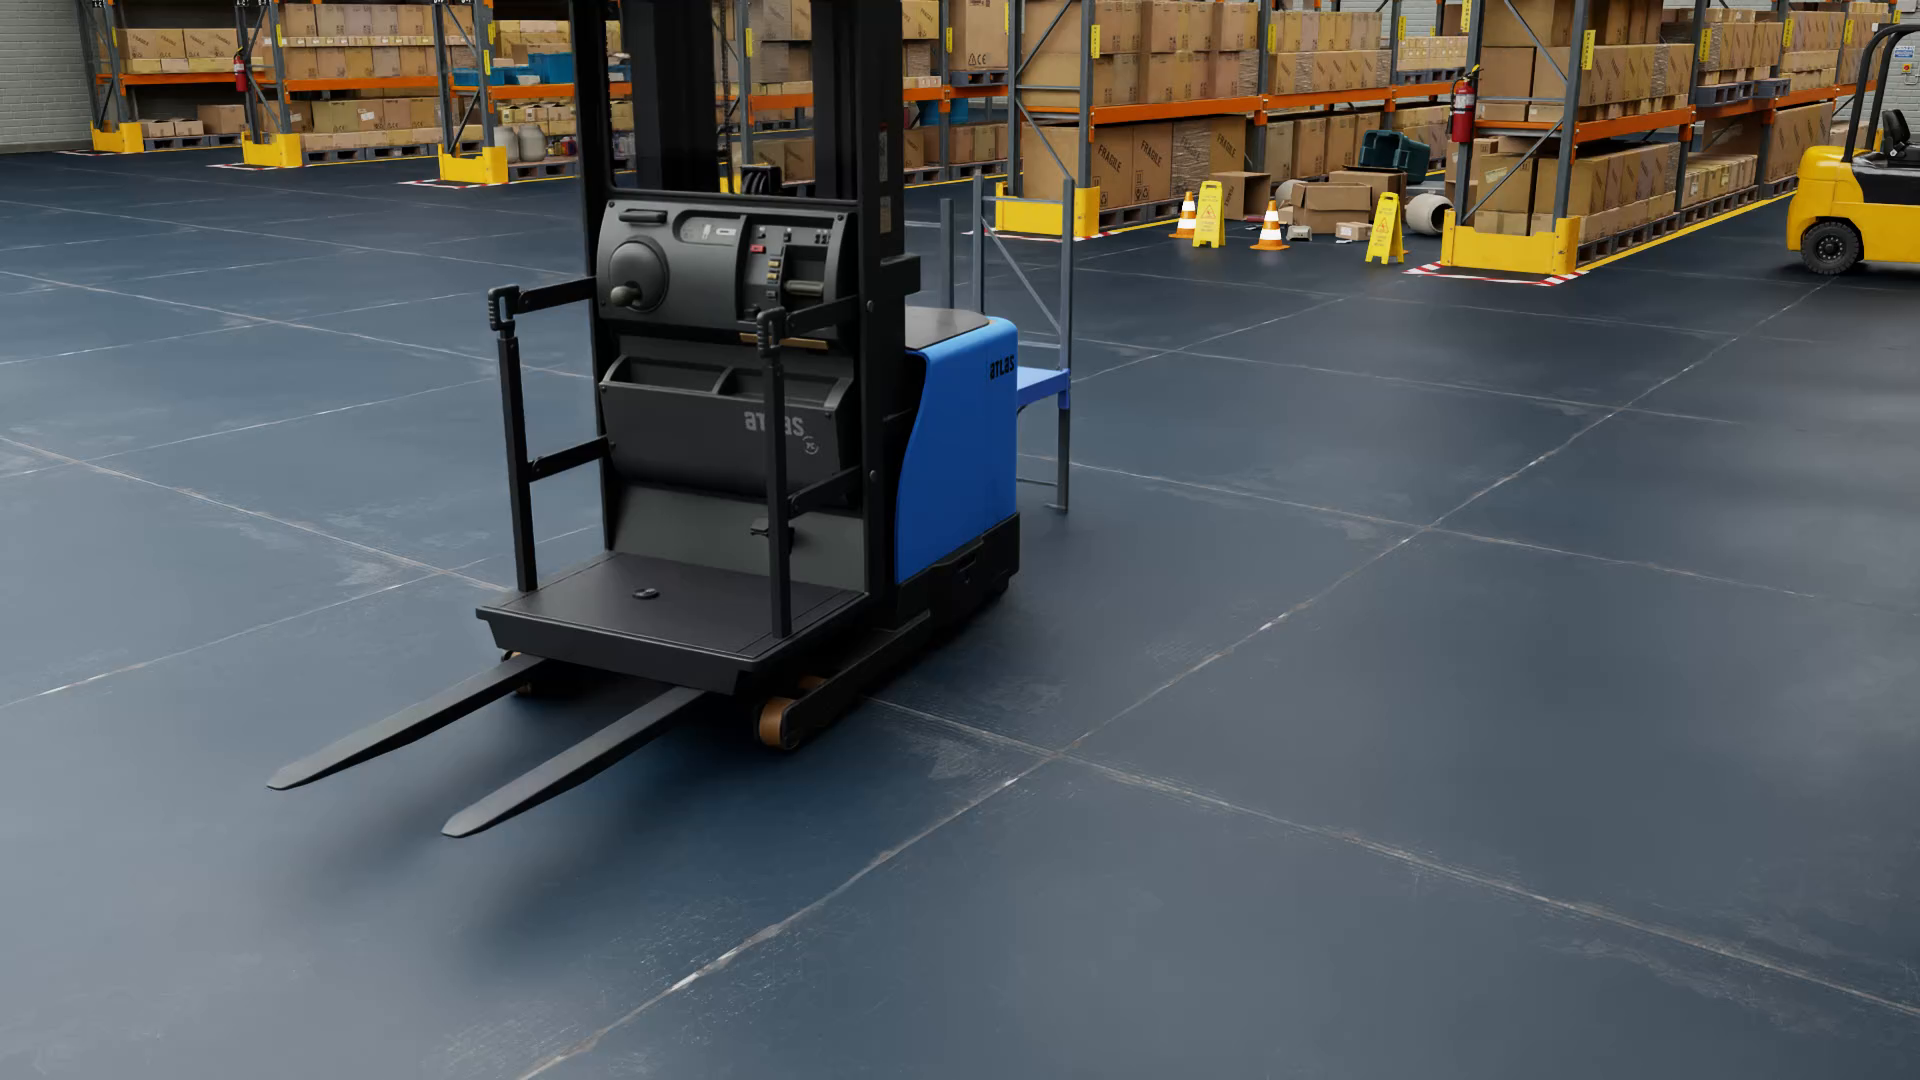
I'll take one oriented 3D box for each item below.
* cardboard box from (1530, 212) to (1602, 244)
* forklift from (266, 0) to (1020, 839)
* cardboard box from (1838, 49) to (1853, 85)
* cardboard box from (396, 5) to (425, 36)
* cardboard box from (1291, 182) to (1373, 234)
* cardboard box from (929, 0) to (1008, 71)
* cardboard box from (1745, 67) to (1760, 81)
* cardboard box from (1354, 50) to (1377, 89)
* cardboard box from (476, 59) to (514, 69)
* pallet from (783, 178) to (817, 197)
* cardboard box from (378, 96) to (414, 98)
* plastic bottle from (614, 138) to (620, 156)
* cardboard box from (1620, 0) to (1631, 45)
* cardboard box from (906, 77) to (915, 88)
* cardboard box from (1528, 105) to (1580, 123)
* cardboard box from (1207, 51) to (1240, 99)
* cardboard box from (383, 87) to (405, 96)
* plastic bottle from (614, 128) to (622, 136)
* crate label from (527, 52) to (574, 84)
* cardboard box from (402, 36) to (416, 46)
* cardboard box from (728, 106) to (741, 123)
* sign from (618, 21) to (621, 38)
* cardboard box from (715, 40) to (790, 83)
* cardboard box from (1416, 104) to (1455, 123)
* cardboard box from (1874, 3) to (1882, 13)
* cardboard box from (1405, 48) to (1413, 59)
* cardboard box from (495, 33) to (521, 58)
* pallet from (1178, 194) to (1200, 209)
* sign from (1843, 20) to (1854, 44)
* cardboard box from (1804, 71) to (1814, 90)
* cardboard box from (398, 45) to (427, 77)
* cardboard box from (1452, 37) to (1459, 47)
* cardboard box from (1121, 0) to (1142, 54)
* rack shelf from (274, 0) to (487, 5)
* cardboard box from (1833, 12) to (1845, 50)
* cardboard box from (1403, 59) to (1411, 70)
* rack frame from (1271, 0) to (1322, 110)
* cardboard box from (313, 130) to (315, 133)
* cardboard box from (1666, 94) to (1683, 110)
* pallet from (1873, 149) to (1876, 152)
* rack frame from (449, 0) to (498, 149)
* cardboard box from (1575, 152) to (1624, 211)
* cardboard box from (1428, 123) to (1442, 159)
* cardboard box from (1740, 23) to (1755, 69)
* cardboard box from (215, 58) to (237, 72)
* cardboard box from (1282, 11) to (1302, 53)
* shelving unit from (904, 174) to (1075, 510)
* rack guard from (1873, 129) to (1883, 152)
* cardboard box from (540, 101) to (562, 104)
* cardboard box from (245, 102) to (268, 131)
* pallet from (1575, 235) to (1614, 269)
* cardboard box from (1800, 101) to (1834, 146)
[{"bbox_3d":[5.686,-2.947,15.605,0.500,0.250,0.500,12,21,34],"label":"cardboard box"},{"bbox_3d":[-0.870,-0.897,5.190,1.130,2.935,3.031,8,19,25],"label":"forklift"},{"bbox_3d":[12.624,-6.888,24.198,0.500,0.500,0.500,13,22,36],"label":"cardboard box"},{"bbox_3d":[-9.404,-8.693,27.822,0.700,0.500,0.500,12,21,35],"label":"cardboard box"},{"bbox_3d":[3.997,-3.590,17.956,0.797,0.503,0.637,-1,17,-3],"label":"cardboard box"},{"bbox_3d":[-0.006,-7.272,23.884,1.000,1.000,1.000,13,21,35],"label":"cardboard box"},{"bbox_3d":[9.219,-5.512,19.651,0.380,0.149,0.250,13,21,36],"label":"cardboard box"},{"bbox_3d":[5.364,-6.447,22.778,0.500,0.500,0.500,12,21,35],"label":"cardboard box"},{"bbox_3d":[-8.287,-8.425,29.570,0.500,0.250,0.500,14,22,38],"label":"cardboard box"},{"bbox_3d":[-2.417,-4.541,21.512,1.003,0.211,1.213,12,21,35],"label":"pallet"},{"bbox_3d":[-9.669,-7.324,28.435,0.500,0.500,0.500,12,21,35],"label":"cardboard box"},{"bbox_3d":[-5.238,-5.981,25.303,0.097,0.271,0.097,0,17,0],"label":"plastic bottle"},{"bbox_3d":[6.288,-5.238,16.696,0.700,0.500,0.500,12,21,33],"label":"cardboard box"},{"bbox_3d":[-0.838,-6.291,22.866,0.380,0.149,0.250,12,21,35],"label":"cardboard box"},{"bbox_3d":[5.352,-3.841,14.978,0.380,0.149,0.250,13,21,35],"label":"cardboard box"},{"bbox_3d":[2.812,-5.567,19.859,0.875,0.550,0.550,12,21,35],"label":"cardboard box"},{"bbox_3d":[-11.534,-9.029,33.470,0.500,0.250,0.500,12,21,33],"label":"cardboard box"},{"bbox_3d":[-5.384,-6.322,26.268,0.144,0.351,0.185,13,22,36],"label":"plastic bottle"},{"bbox_3d":[-6.073,-7.046,24.816,0.502,0.435,0.616,12,21,35],"label":"crate label"},{"bbox_3d":[-9.293,-8.325,27.731,0.380,0.149,0.250,13,22,36],"label":"cardboard box"},{"bbox_3d":[-4.744,-8.768,33.895,0.500,0.500,0.500,12,21,33],"label":"cardboard box"},{"bbox_3d":[-6.604,-9.933,32.355,0.100,0.325,0.005,12,21,35],"label":"sign"},{"bbox_3d":[-2.625,-5.984,20.785,0.875,0.500,0.500,12,21,35],"label":"cardboard box"},{"bbox_3d":[7.237,-6.520,25.423,0.500,0.250,0.500,11,21,32],"label":"cardboard box"},{"bbox_3d":[14.063,-8.248,25.797,0.380,0.149,0.250,13,21,36],"label":"cardboard box"},{"bbox_3d":[6.324,-7.040,24.070,0.380,0.149,0.250,14,22,37],"label":"cardboard box"},{"bbox_3d":[-9.648,-10.469,35.194,0.500,0.500,0.500,13,22,36],"label":"cardboard box"},{"bbox_3d":[2.815,-4.221,20.480,1.003,0.211,1.213,12,21,35],"label":"pallet"},{"bbox_3d":[12.575,-7.196,23.541,0.100,0.325,0.005,12,21,35],"label":"sign"},{"bbox_3d":[11.144,-6.190,22.372,0.500,0.250,0.500,12,21,35],"label":"cardboard box"},{"bbox_3d":[-9.416,-8.067,27.995,0.700,0.500,0.500,13,21,35],"label":"cardboard box"},{"bbox_3d":[7.395,-7.614,25.417,0.380,0.149,0.250,12,21,33],"label":"cardboard box"},{"bbox_3d":[1.454,-5.583,18.092,0.875,0.550,0.550,12,21,35],"label":"cardboard box"},{"bbox_3d":[-9.737,-8.985,27.273,1.077,0.370,4.000,12,21,35],"label":"rack shelf"},{"bbox_3d":[12.069,-7.149,23.353,0.500,0.500,0.500,13,22,36],"label":"cardboard box"},{"bbox_3d":[6.303,-6.888,24.082,0.380,0.149,0.250,14,22,37],"label":"cardboard box"},{"bbox_3d":[6.558,-9.479,32.709,1.000,3.000,0.127,12,21,35],"label":"rack frame"},{"bbox_3d":[-10.558,-6.608,27.392,0.500,0.250,0.500,12,21,35],"label":"cardboard box"},{"bbox_3d":[7.277,-4.558,17.288,0.380,0.149,0.250,13,21,36],"label":"cardboard box"},{"bbox_3d":[14.103,-6.191,26.826,1.003,0.211,1.213,12,21,35],"label":"pallet"},{"bbox_3d":[-8.545,-8.372,29.145,1.000,3.000,0.127,12,21,35],"label":"rack frame"},{"bbox_3d":[6.008,-3.436,15.916,0.500,0.500,0.500,11,21,33],"label":"cardboard box"},{"bbox_3d":[6.940,-6.046,25.163,0.500,0.500,0.500,12,21,33],"label":"cardboard box"},{"bbox_3d":[8.778,-5.680,19.097,0.500,0.500,0.500,11,21,32],"label":"cardboard box"},{"bbox_3d":[-13.454,-8.658,30.286,0.500,0.250,0.500,13,21,35],"label":"cardboard box"},{"bbox_3d":[3.927,-6.487,21.222,0.700,0.500,0.500,12,21,34],"label":"cardboard box"},{"bbox_3d":[0.018,-0.770,7.193,0.538,1.500,1.048,10,20,30],"label":"shelving unit"},{"bbox_3d":[14.531,-6.539,27.459,1.175,0.500,0.348,12,21,35],"label":"rack guard"},{"bbox_3d":[-7.628,-8.037,31.048,0.500,0.311,0.500,12,21,34],"label":"cardboard box"},{"bbox_3d":[-13.112,-8.008,31.448,0.500,0.500,0.500,11,20,31],"label":"cardboard box"},{"bbox_3d":[5.541,-2.790,15.873,1.003,0.211,1.213,12,21,35],"label":"pallet"},{"bbox_3d":[11.828,-5.799,23.734,0.875,0.875,0.875,13,22,36],"label":"cardboard box"}]
